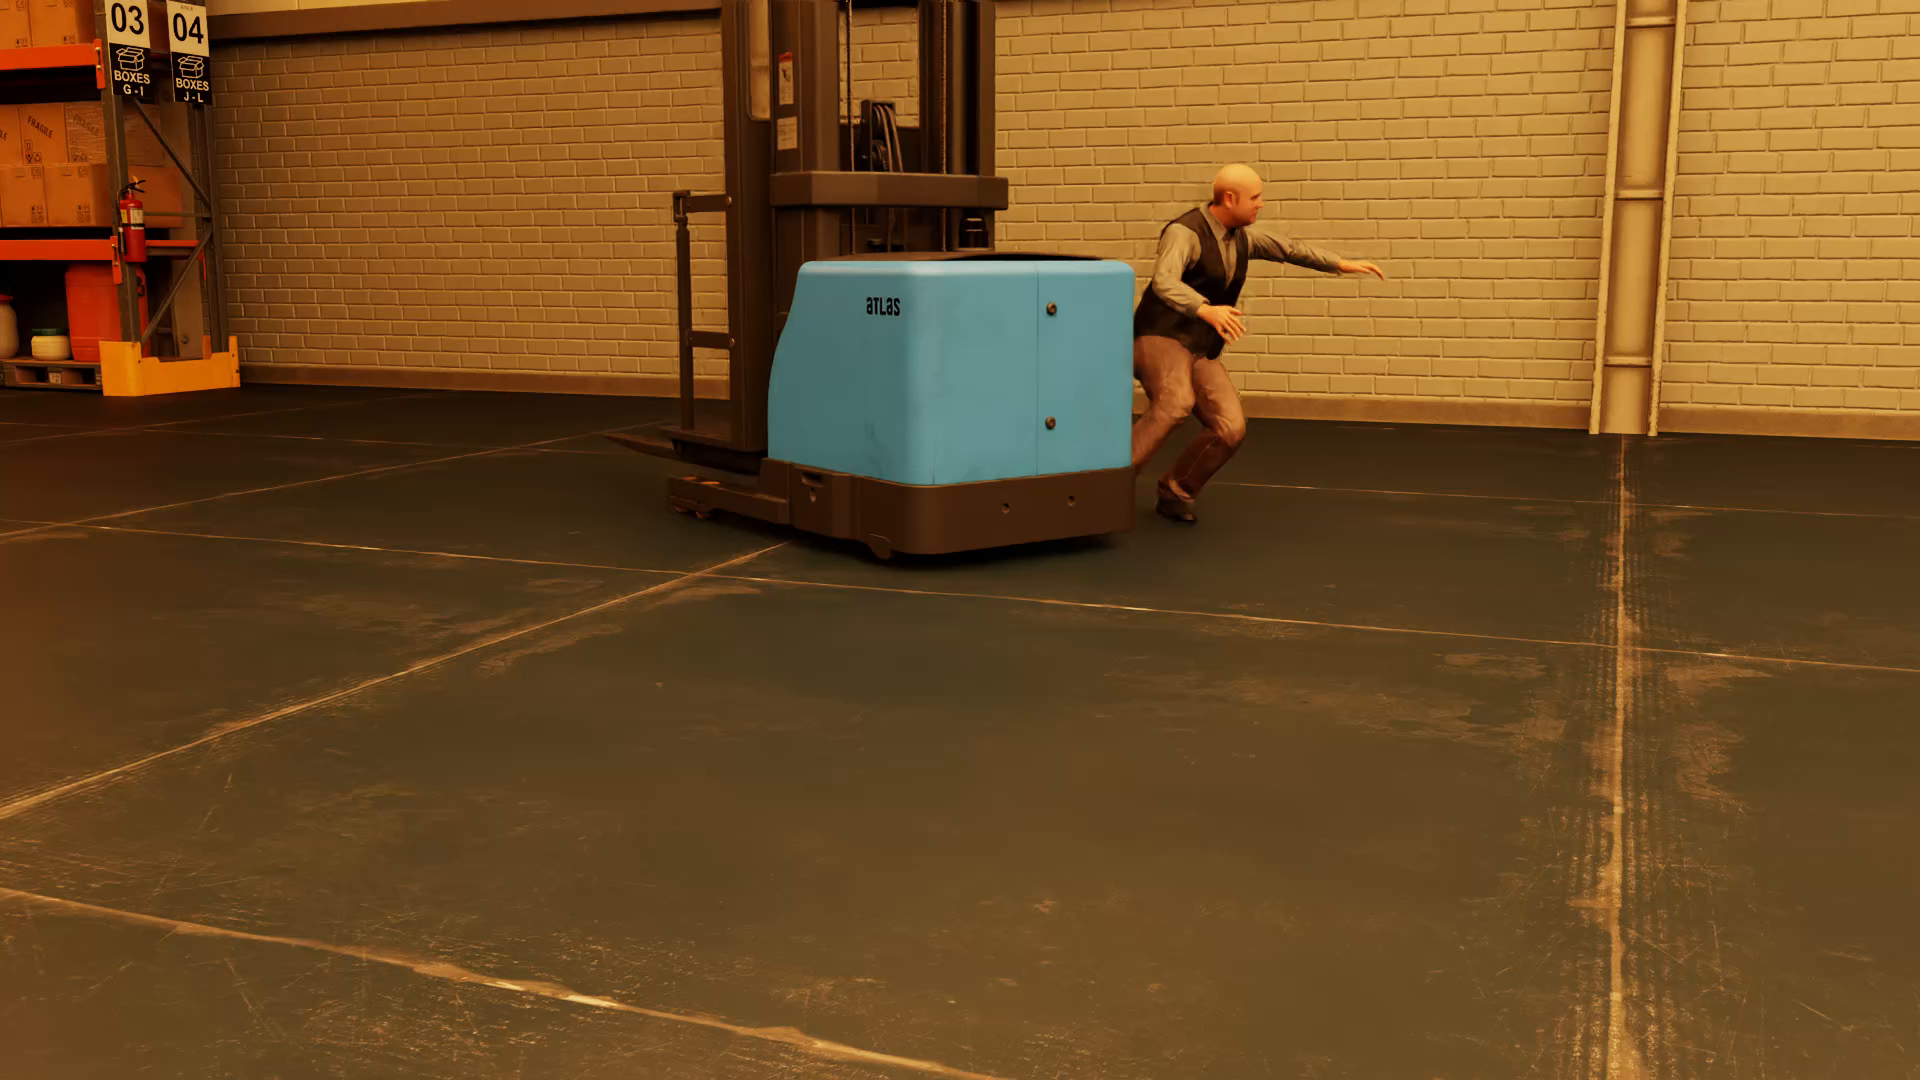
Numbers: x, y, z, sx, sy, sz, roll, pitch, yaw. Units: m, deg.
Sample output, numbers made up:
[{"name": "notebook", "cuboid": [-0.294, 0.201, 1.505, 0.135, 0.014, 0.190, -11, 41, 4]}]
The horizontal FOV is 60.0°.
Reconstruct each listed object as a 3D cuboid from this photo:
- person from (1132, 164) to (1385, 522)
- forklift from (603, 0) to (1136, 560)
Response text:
[{"name": "person", "cuboid": [1.006, -0.785, 6.799, 1.405, 1.483, 0.838, -9, 13, -44]}, {"name": "forklift", "cuboid": [-0.605, -1.572, 6.991, 1.130, 2.935, 3.031, -7, 12, -35]}]
